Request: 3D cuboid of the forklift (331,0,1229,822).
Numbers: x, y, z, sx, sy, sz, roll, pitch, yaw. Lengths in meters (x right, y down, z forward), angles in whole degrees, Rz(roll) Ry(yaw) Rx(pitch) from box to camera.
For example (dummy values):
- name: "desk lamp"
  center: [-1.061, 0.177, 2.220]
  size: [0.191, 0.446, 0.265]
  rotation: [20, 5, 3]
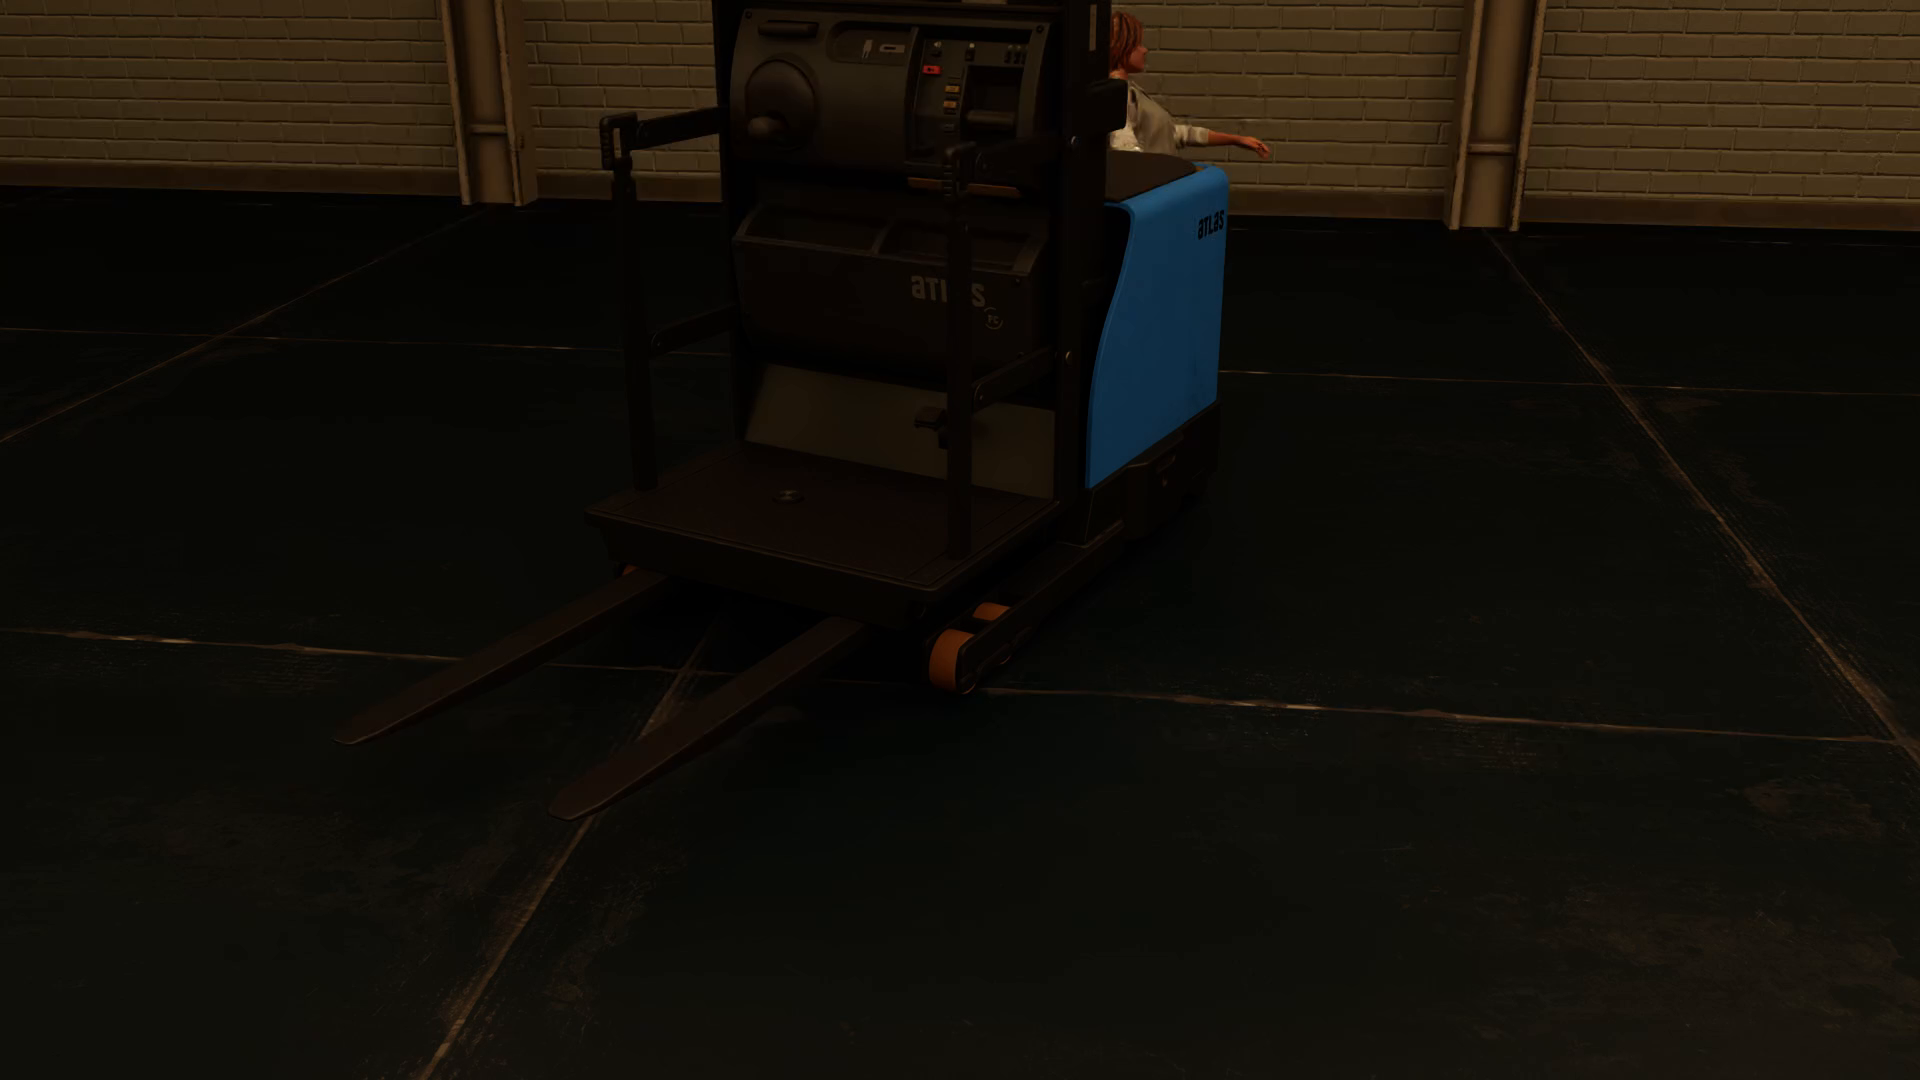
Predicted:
- name: "forklift"
  center: [-0.302, -1.161, 4.138]
  size: [1.130, 2.935, 3.031]
  rotation: [12, 25, 27]

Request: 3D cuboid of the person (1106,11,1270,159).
- name: "person"
  center: [0.763, -1.077, 5.977]
  size: [0.691, 1.543, 0.817]
  rotation: [2, 22, 6]
